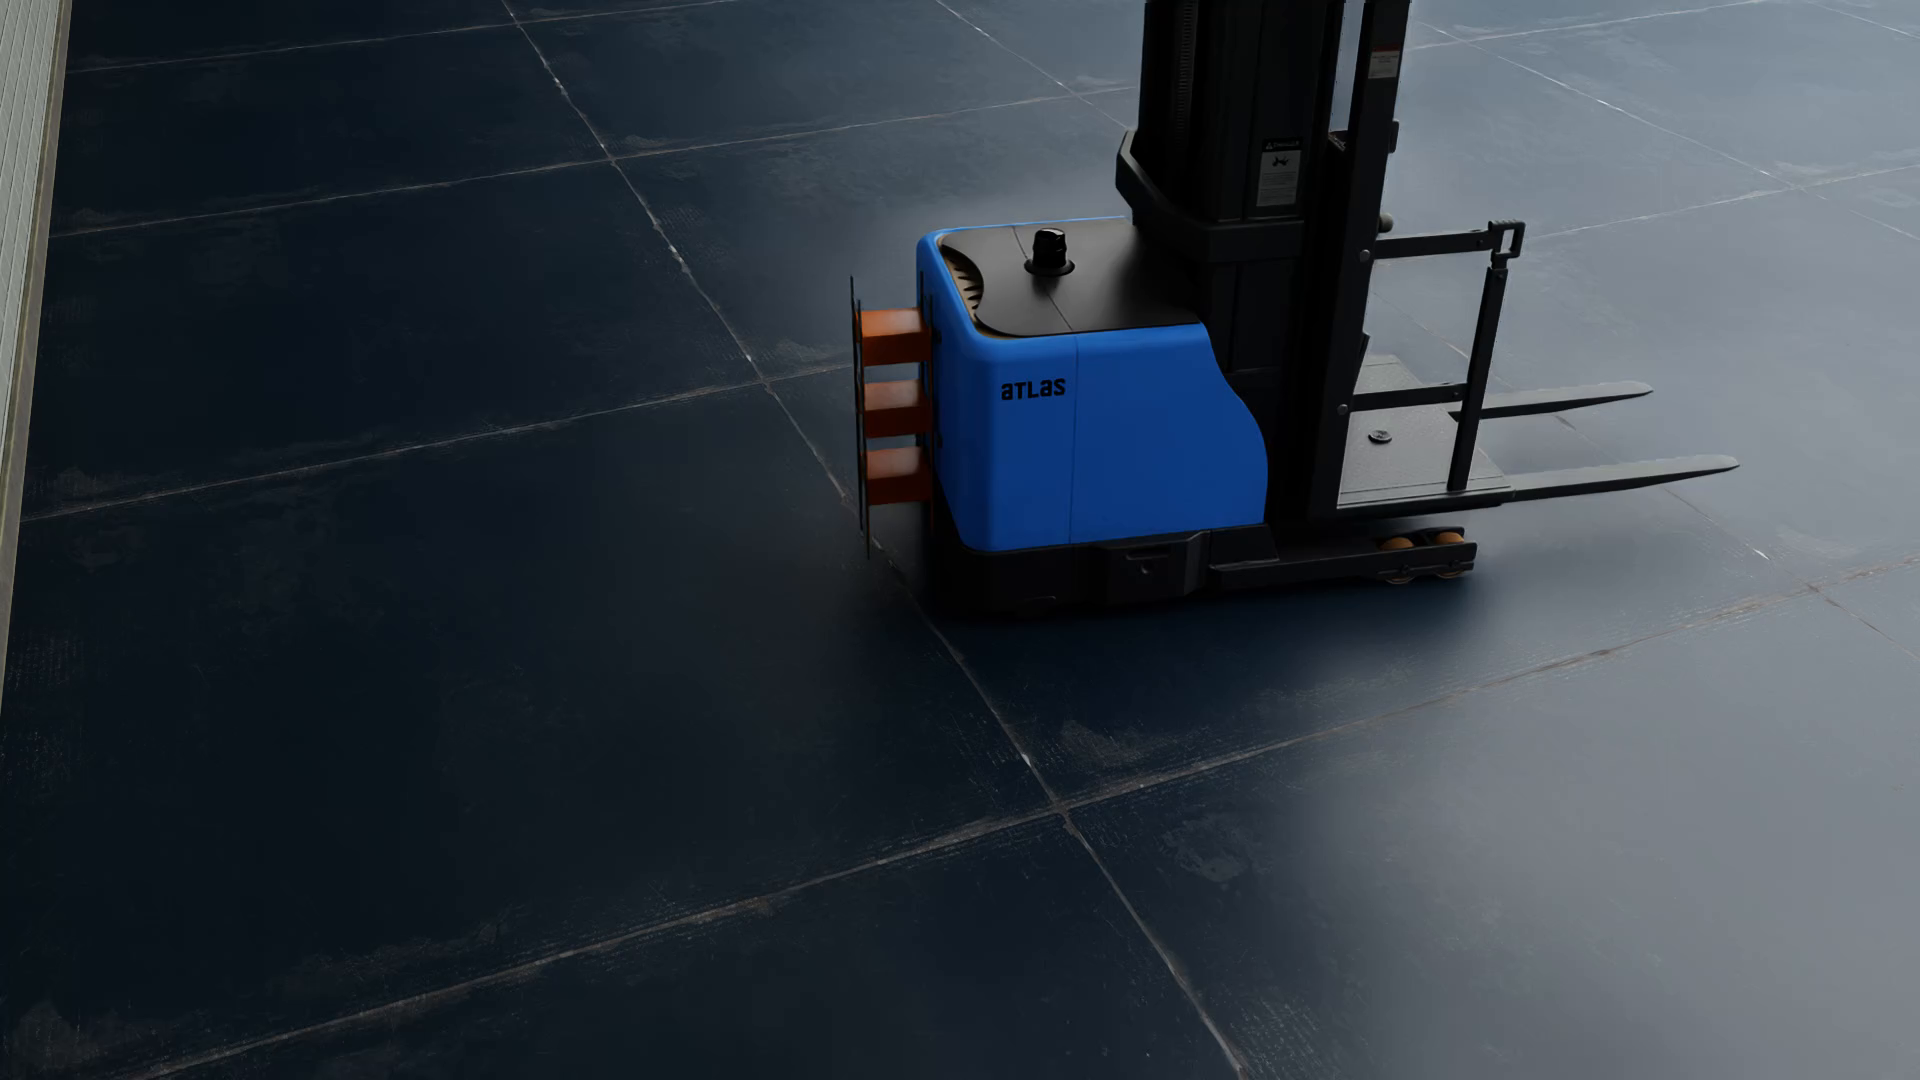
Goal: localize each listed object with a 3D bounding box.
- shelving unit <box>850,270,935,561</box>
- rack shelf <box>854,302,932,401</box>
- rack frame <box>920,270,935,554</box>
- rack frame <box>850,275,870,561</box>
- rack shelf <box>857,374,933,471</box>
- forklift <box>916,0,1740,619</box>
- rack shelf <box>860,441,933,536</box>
[{"bbox_3d":[-0.235,-0.430,5.949,0.252,1.050,0.215,-6,34,-9],"label":"shelving unit"},{"bbox_3d":[-0.235,-0.659,5.800,0.240,0.259,0.215,-6,34,-9],"label":"rack shelf"},{"bbox_3d":[-0.116,-0.443,5.969,0.008,1.050,0.200,-6,34,-9],"label":"rack frame"},{"bbox_3d":[-0.355,-0.418,5.929,0.008,1.050,0.200,-6,34,-9],"label":"rack frame"},{"bbox_3d":[-0.235,-0.422,5.955,0.240,0.259,0.215,-6,34,-9],"label":"rack shelf"},{"bbox_3d":[1.398,-1.346,5.631,3.031,2.935,1.130,-6,34,-9],"label":"forklift"},{"bbox_3d":[-0.235,-0.189,6.106,0.240,0.259,0.215,-6,34,-9],"label":"rack shelf"}]
